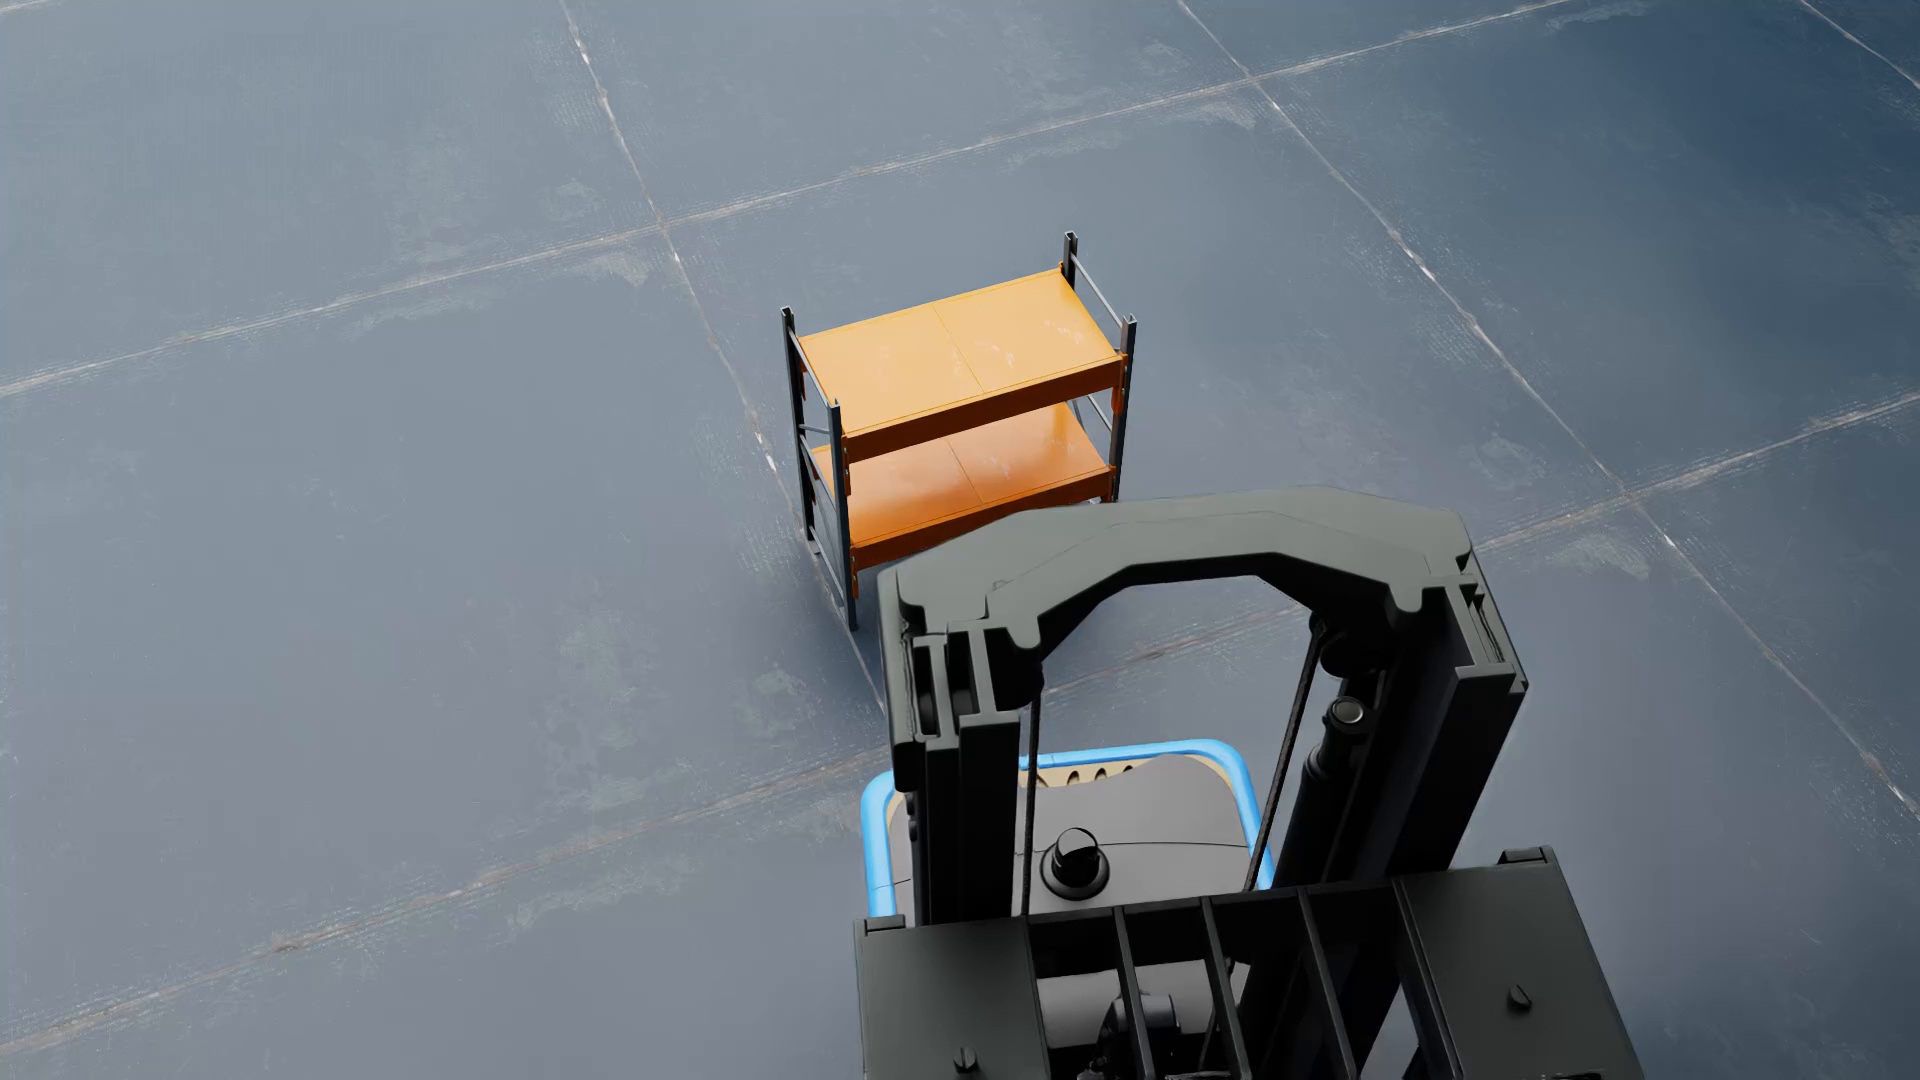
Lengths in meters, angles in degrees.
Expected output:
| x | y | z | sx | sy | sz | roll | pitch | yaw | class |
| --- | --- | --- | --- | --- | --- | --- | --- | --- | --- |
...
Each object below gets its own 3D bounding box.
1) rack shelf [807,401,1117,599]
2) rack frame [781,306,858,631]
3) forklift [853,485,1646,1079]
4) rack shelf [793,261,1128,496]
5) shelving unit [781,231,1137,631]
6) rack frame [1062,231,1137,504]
| x | y | z | sx | sy | sz | roll | pitch | yaw | class |
| --- | --- | --- | --- | --- | --- | --- | --- | --- | --- |
| -0.006 | -0.205 | 6.007 | 1.000 | 0.278 | 0.538 | -17 | 52 | -14 | rack shelf |
| -0.477 | -0.219 | 5.696 | 0.032 | 1.125 | 0.500 | -17 | 52 | -14 | rack frame |
| 0.413 | 1.418 | 3.100 | 1.130 | 2.935 | 3.031 | -5 | 50 | -4 | forklift |
| -0.006 | -0.555 | 5.600 | 1.000 | 0.278 | 0.538 | -17 | 52 | -14 | rack shelf |
| -0.006 | -0.365 | 5.822 | 1.048 | 1.125 | 0.538 | -17 | 52 | -14 | shelving unit |
| 0.464 | -0.510 | 5.947 | 0.032 | 1.125 | 0.500 | -17 | 52 | -14 | rack frame |
